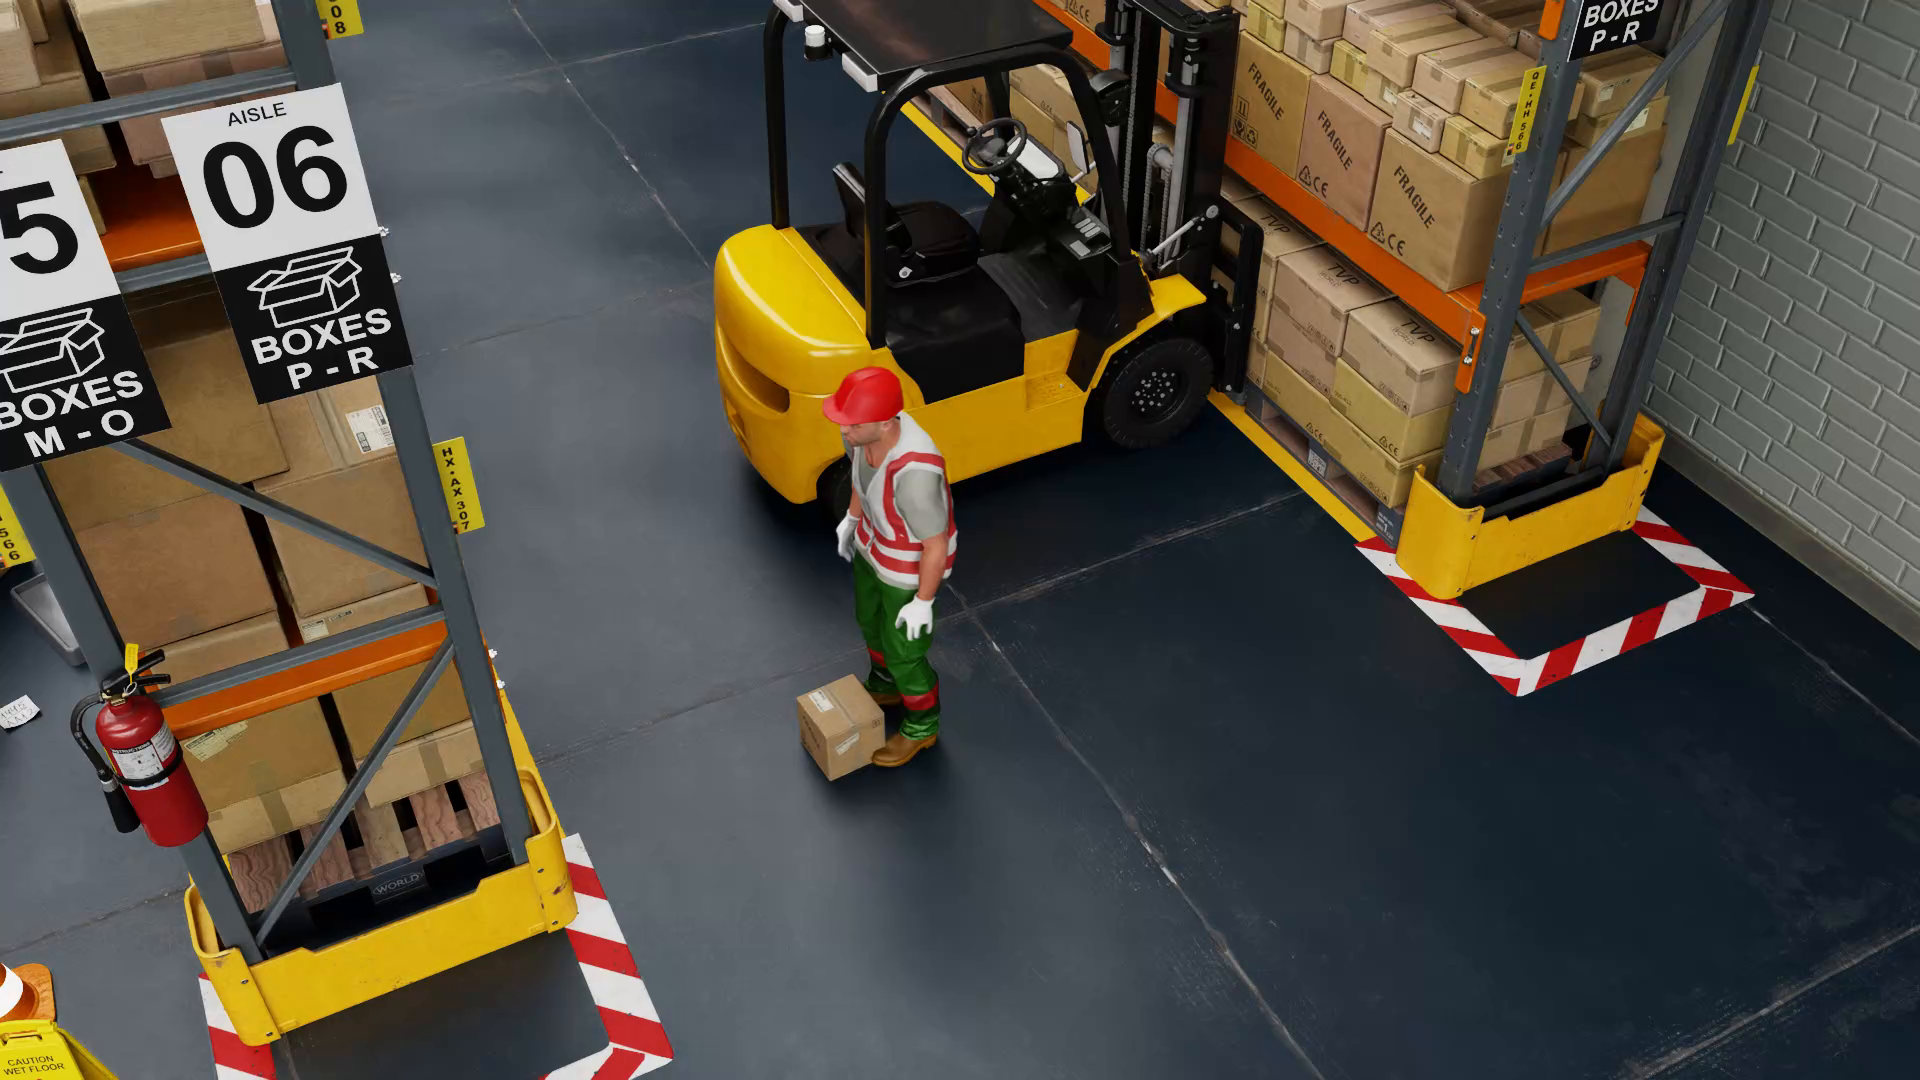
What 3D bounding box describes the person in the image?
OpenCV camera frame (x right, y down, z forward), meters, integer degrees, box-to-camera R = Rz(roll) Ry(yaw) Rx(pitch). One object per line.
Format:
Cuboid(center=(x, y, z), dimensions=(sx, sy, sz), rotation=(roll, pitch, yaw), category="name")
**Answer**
Cuboid(center=(-0.257, 0.089, 6.044), dimensions=(0.453, 1.779, 0.621), rotation=(-20, 45, -21), category="person")
